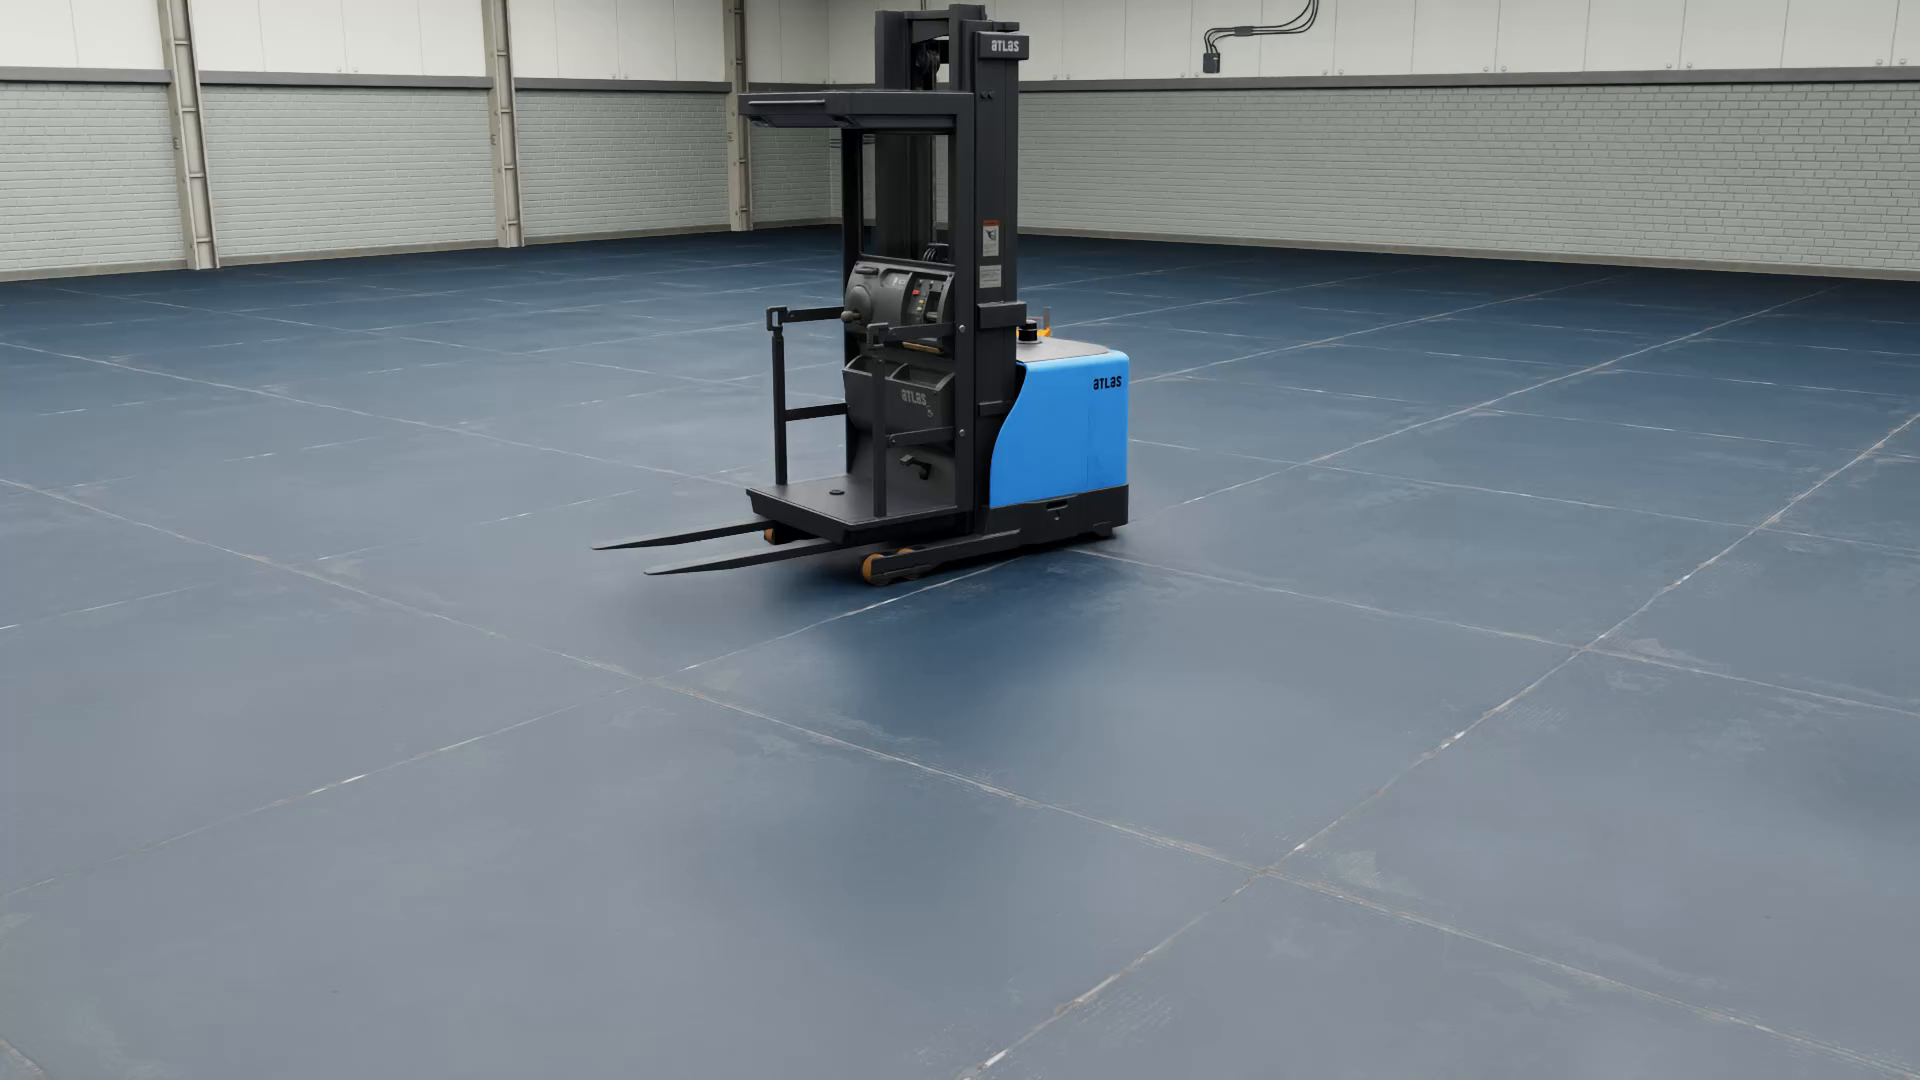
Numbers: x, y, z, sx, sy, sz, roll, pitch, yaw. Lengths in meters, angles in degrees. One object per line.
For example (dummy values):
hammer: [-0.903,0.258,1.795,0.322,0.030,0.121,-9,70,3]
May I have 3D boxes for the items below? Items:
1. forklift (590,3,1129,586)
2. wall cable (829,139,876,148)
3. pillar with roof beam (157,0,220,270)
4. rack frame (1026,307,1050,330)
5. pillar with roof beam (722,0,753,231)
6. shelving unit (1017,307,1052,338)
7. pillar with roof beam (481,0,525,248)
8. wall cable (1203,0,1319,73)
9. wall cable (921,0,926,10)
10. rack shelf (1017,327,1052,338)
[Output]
forklift: [-0.500,-1.328,8.898,3.031,2.935,1.130,-10,18,-36]
wall cable: [-1.852,-9.924,36.716,3.097,2.526,0.112,11,18,38]
pillar with roof beam: [-8.926,-8.105,23.250,9.100,9.000,0.400,11,18,38]
rack frame: [0.362,-1.039,11.429,0.500,1.125,0.032,2,14,9]
pillar with roof beam: [-1.384,-10.403,32.296,9.100,9.000,0.400,11,18,38]
shelving unit: [0.279,-0.916,10.943,0.538,1.125,1.048,2,14,9]
pillar with roof beam: [-5.155,-9.254,27.773,9.100,9.000,0.400,11,18,38]
wall cable: [5.522,-11.605,30.120,2.305,6.003,0.169,11,18,38]
wall cable: [0.252,-11.953,34.446,3.097,2.526,0.112,11,18,38]
rack shelf: [0.279,-1.199,10.871,0.538,0.278,1.000,2,14,9]
